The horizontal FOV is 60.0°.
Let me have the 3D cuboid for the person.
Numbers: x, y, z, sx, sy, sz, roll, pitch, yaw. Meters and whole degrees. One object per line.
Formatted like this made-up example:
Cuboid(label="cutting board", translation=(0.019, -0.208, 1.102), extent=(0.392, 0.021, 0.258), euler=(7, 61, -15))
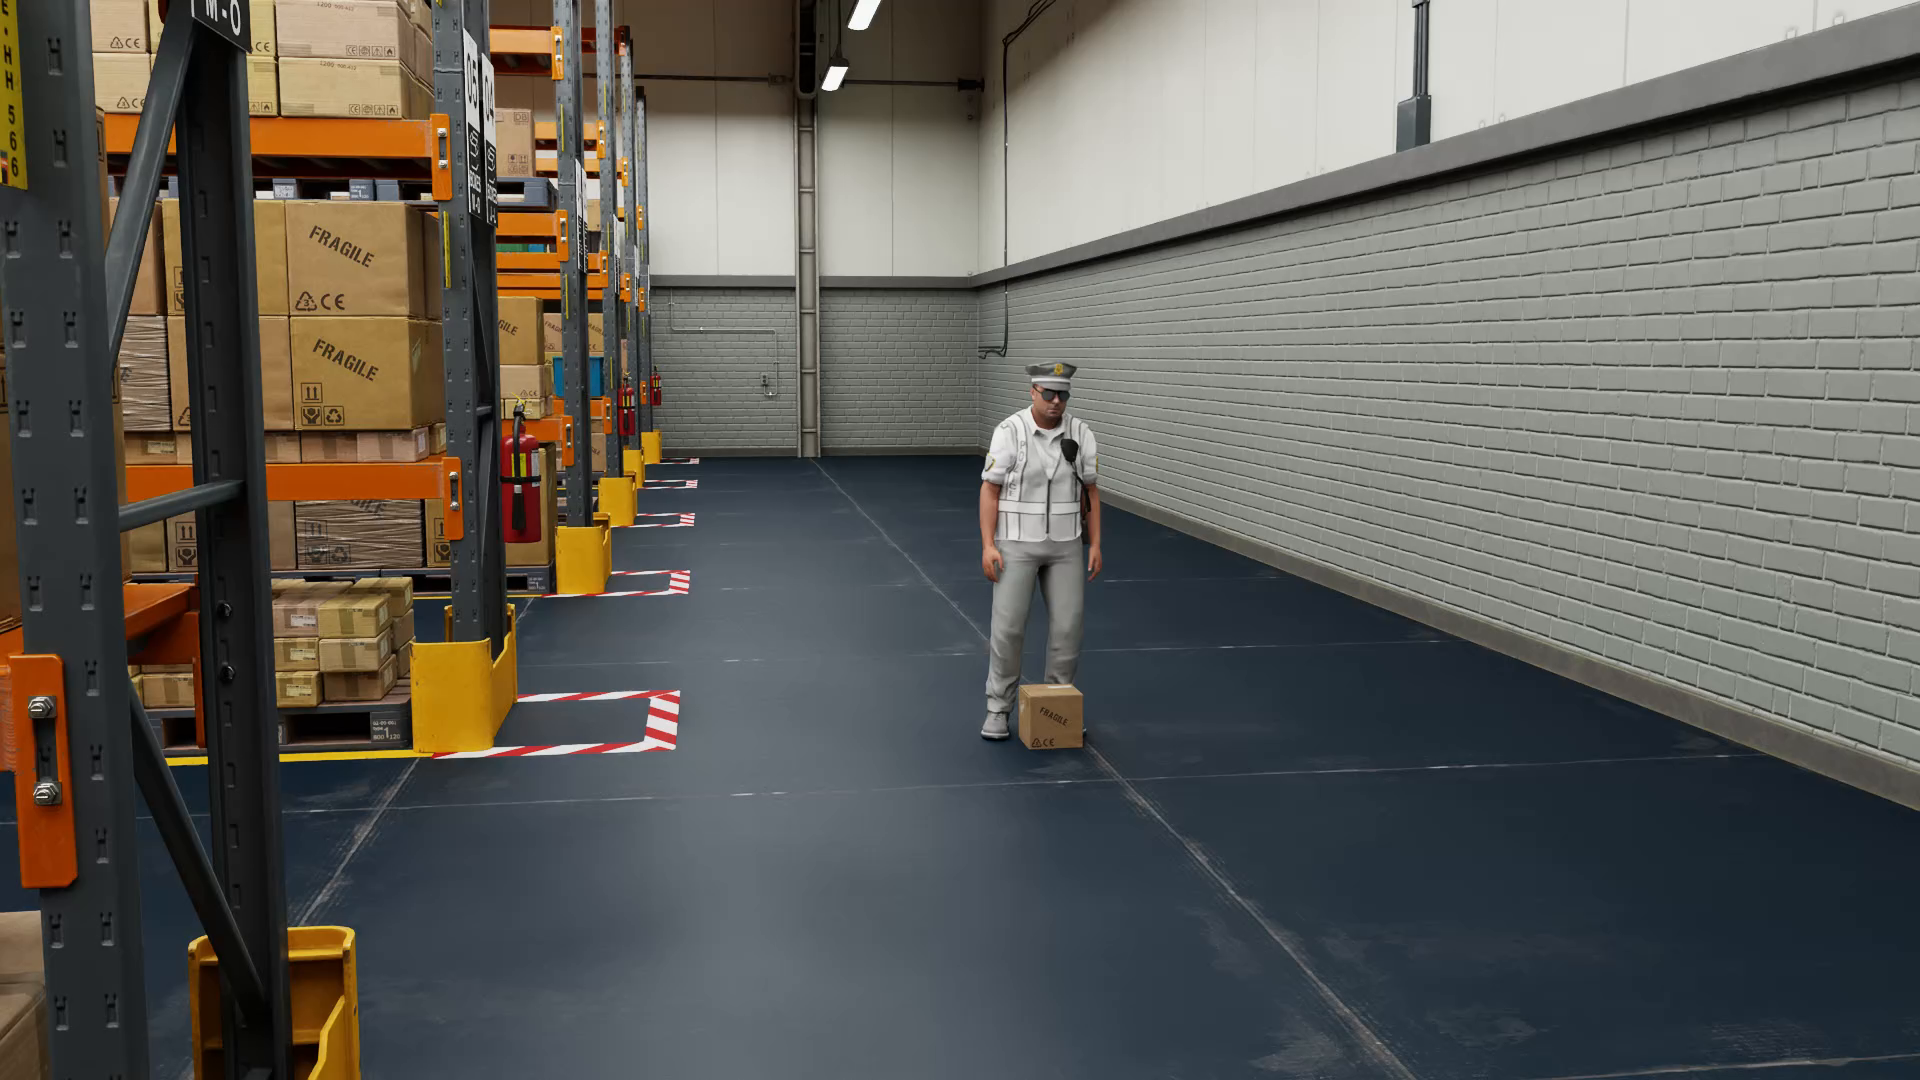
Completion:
Cuboid(label="person", translation=(0.375, 0.036, 7.852), extent=(0.606, 1.750, 0.435), euler=(-1, 7, -12))
